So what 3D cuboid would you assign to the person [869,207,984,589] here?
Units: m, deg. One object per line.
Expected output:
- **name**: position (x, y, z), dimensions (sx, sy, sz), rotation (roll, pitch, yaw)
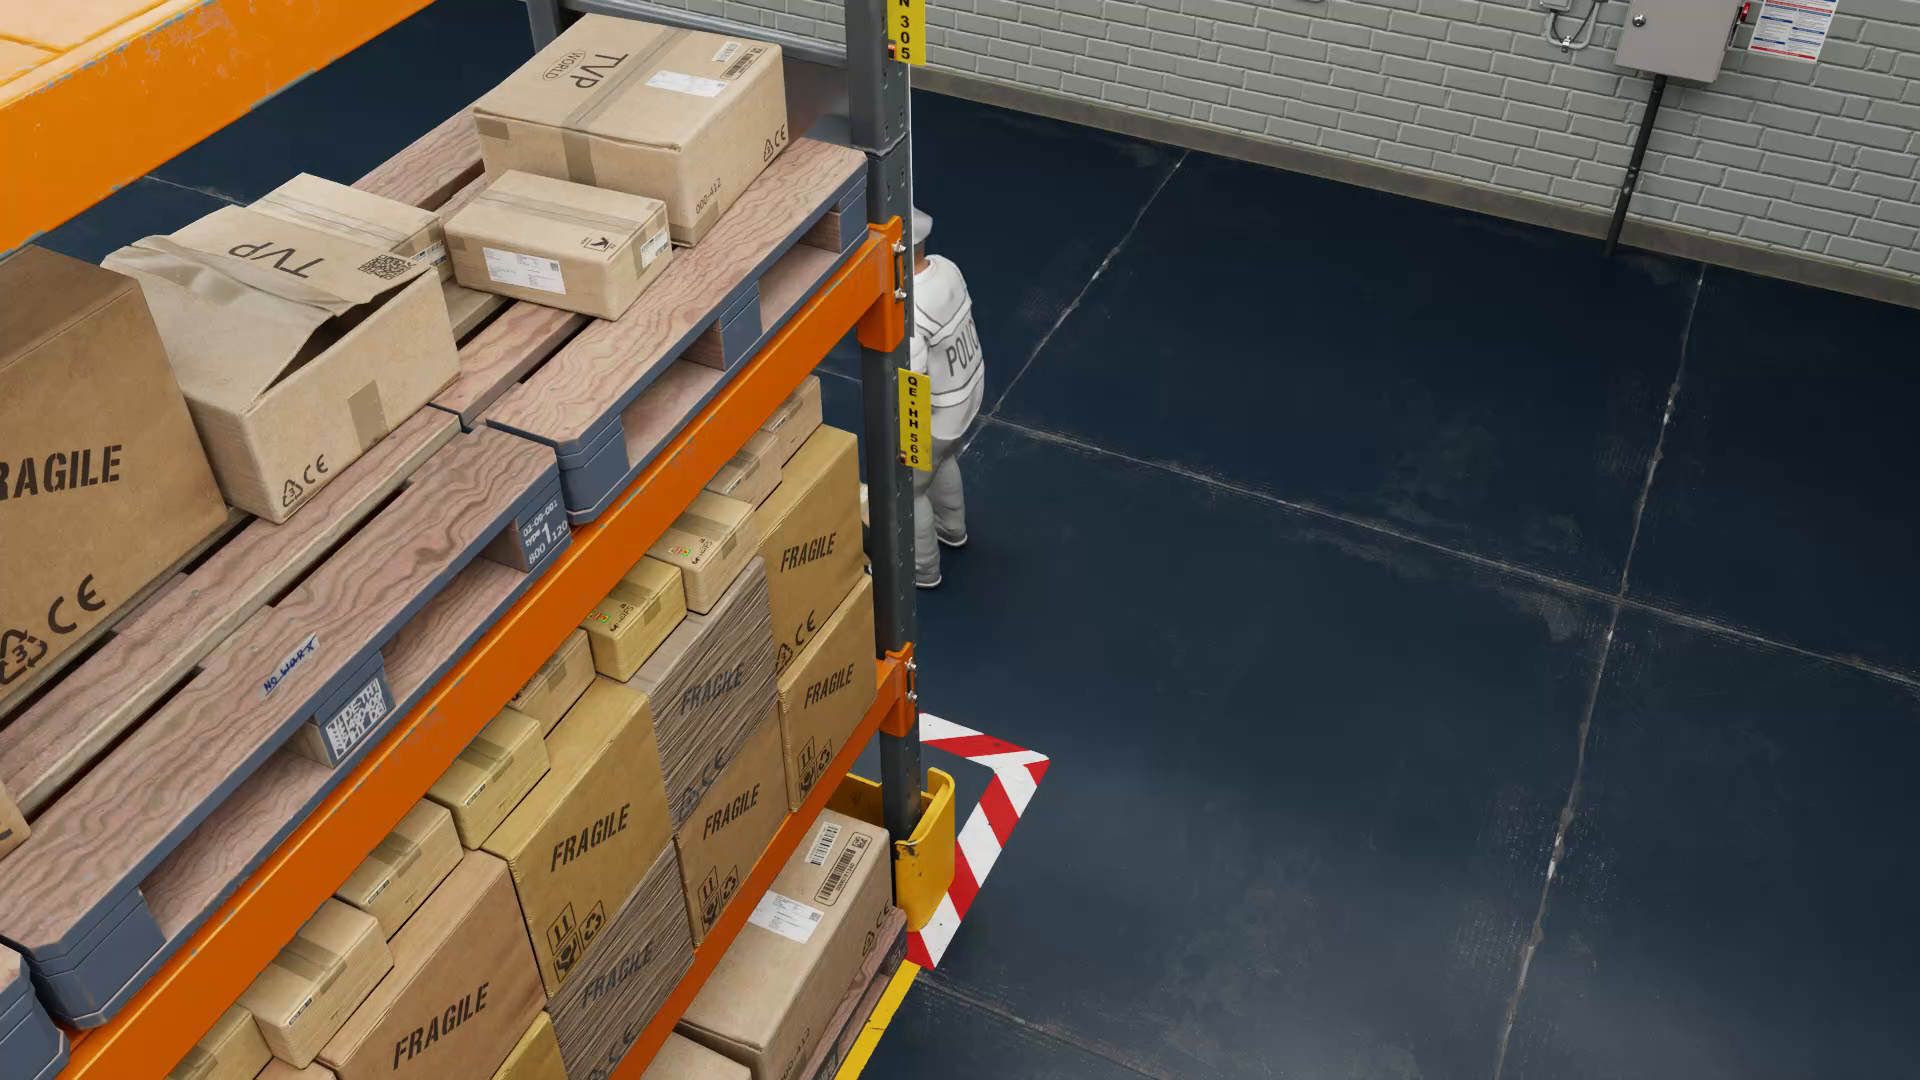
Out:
- **person**: position (-0.141, -0.550, 6.771), dimensions (0.442, 1.746, 0.590), rotation (15, 44, 17)
